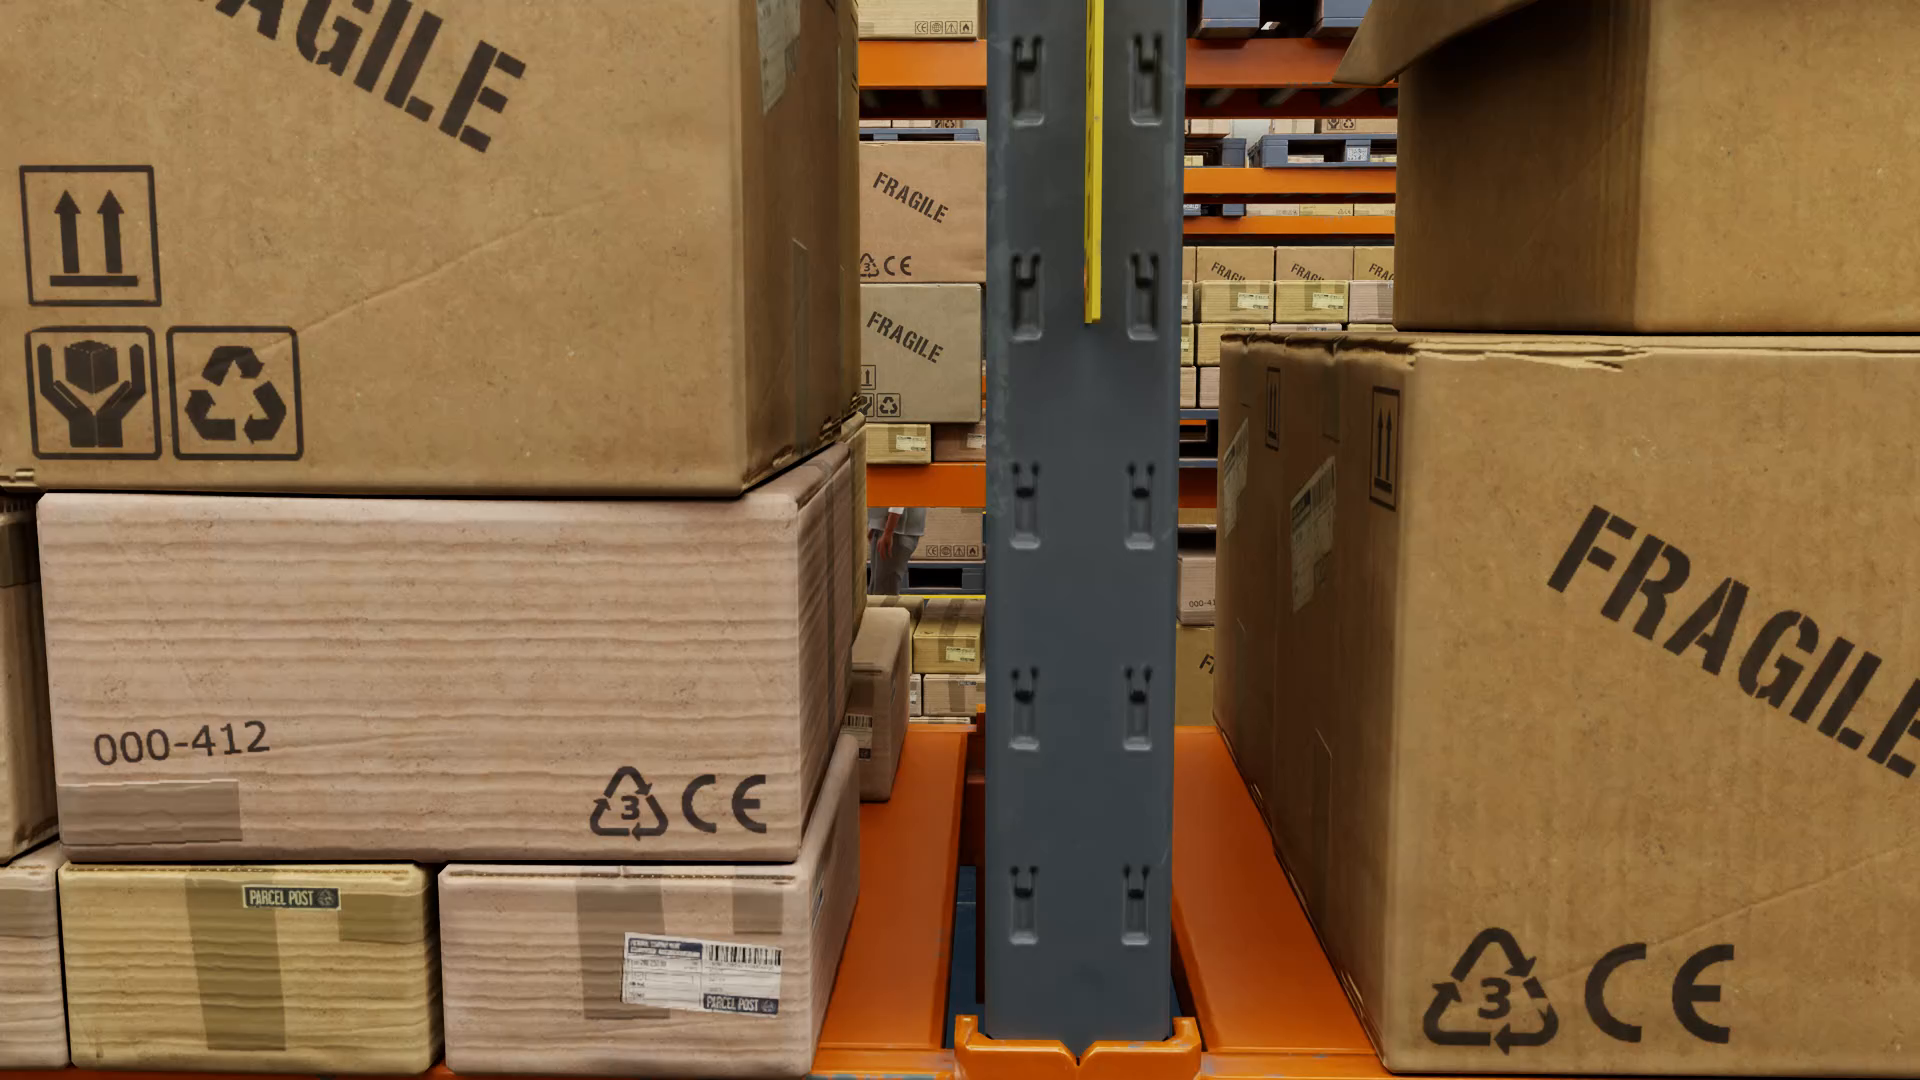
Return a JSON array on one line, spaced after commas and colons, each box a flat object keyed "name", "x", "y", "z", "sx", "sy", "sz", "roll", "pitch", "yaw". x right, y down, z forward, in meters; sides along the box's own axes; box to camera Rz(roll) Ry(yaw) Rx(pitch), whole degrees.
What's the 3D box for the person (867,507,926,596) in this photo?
[{"name": "person", "x": -0.345, "y": -0.031, "z": 8.098, "sx": 0.341, "sy": 1.583, "sz": 0.484, "roll": -1, "pitch": 8, "yaw": -10}]
